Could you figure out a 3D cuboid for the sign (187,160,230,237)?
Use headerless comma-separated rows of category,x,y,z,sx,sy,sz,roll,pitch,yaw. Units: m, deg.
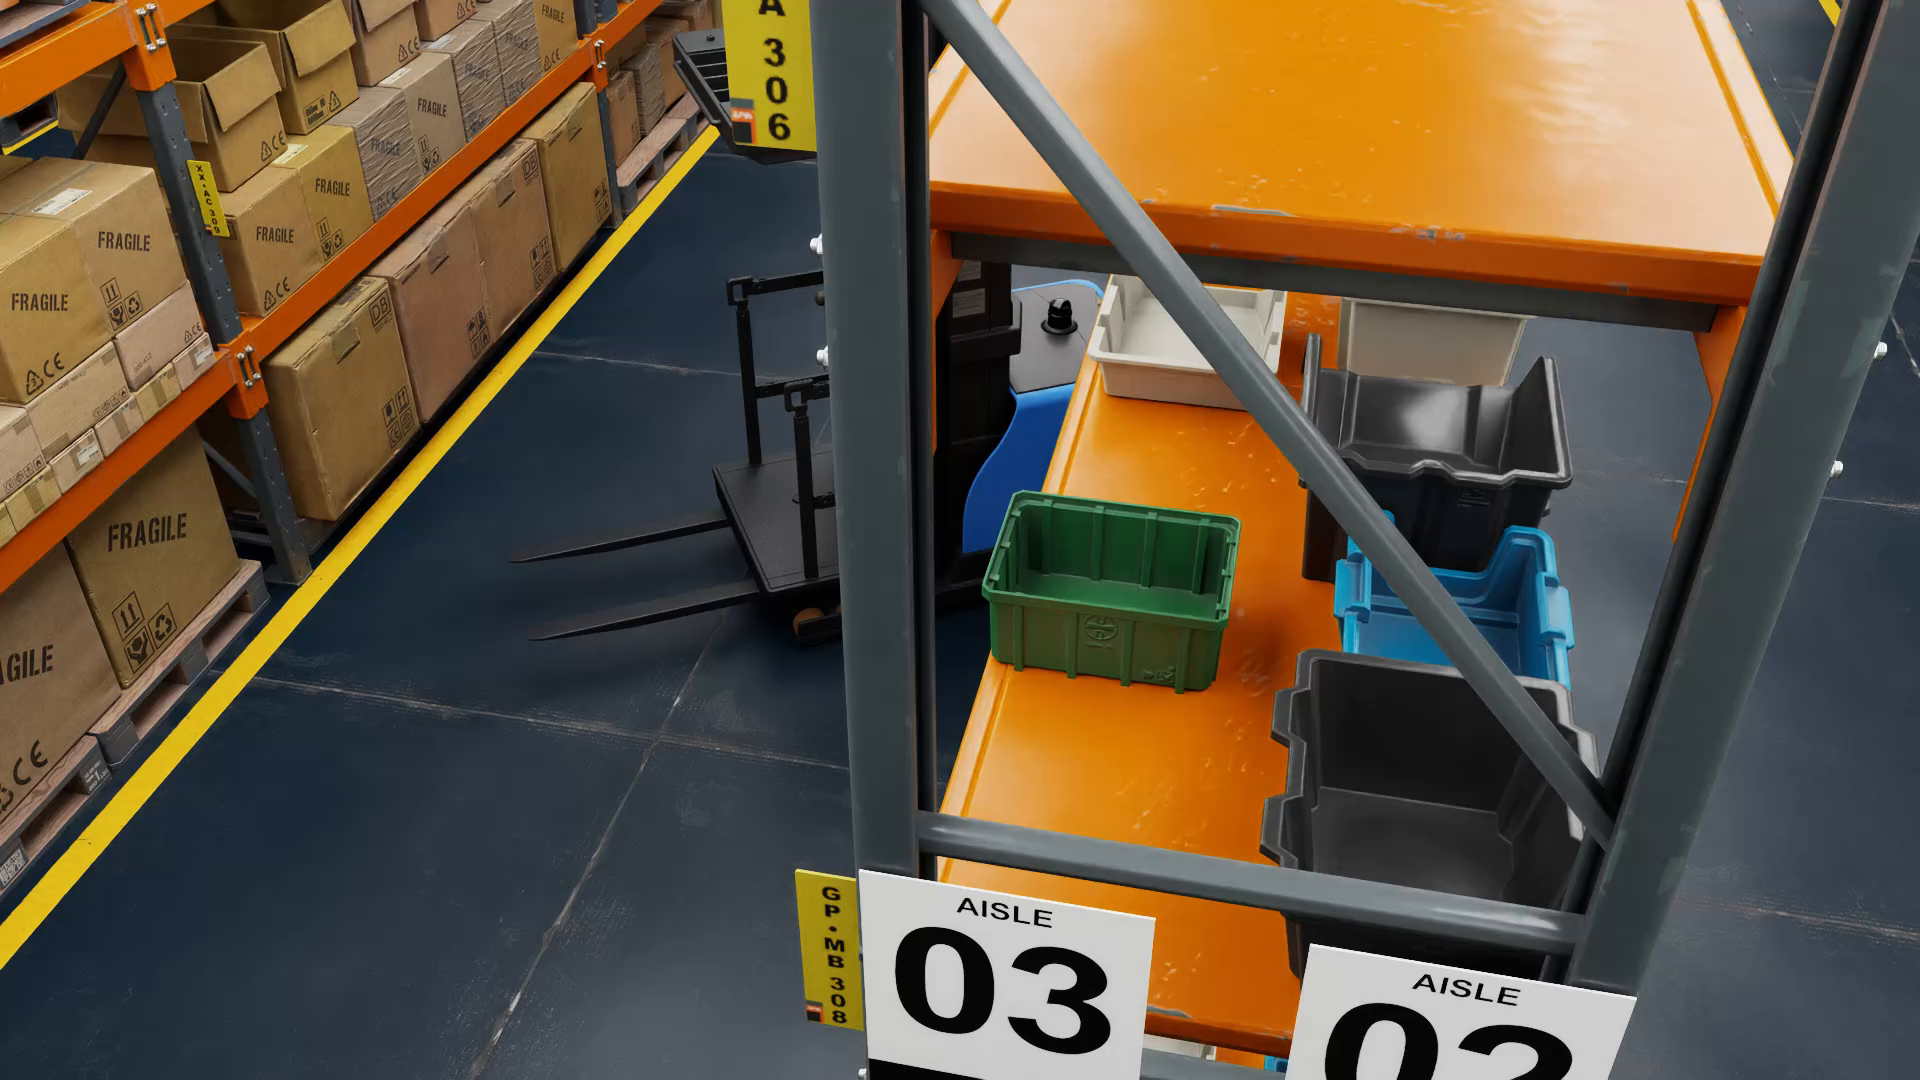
sign,-3.082,-1.399,6.819,0.100,0.325,0.005,7,37,10

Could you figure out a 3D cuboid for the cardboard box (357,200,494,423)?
cardboard box,-3.317,-1.276,8.908,1.225,0.875,0.875,6,36,8

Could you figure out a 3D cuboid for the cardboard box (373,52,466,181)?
cardboard box,-2.963,-2.230,8.685,0.500,0.500,0.500,8,37,11

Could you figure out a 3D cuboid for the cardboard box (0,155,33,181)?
cardboard box,-3.976,-1.206,6.593,0.500,0.500,0.500,7,37,10

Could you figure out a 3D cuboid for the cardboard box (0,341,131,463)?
cardboard box,-3.570,-0.561,6.343,0.500,0.250,0.500,8,37,11

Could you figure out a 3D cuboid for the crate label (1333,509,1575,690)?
crate label,0.873,0.187,3.007,0.408,0.251,0.502,7,37,10

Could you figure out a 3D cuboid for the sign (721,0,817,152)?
sign,-0.181,-0.529,1.586,0.100,0.325,0.005,7,37,10

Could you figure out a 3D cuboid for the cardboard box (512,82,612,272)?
cardboard box,-2.937,-2.295,10.313,1.225,0.875,0.875,6,36,8

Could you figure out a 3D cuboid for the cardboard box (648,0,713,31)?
cardboard box,-2.307,-3.896,12.825,0.700,0.500,0.500,4,36,6

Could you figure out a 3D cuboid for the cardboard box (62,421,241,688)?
cardboard box,-3.843,-0.026,7.183,0.875,0.875,0.875,7,37,10

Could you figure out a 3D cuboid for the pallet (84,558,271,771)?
pallet,-3.863,0.470,7.421,1.003,0.211,1.213,7,37,10

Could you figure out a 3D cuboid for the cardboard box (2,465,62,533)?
cardboard box,-3.589,-0.177,6.152,0.380,0.149,0.250,8,37,11

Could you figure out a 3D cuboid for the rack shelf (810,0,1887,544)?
rack shelf,0.787,-1.293,3.320,1.077,0.370,4.000,7,37,10

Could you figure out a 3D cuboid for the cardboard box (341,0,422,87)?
cardboard box,-3.220,-2.649,8.409,0.797,0.503,0.637,8,37,11

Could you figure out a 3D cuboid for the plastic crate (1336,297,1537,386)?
plastic crate,1.135,-0.569,4.024,0.437,0.282,0.530,7,37,10

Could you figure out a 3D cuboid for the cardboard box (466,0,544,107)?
cardboard box,-2.745,-2.819,9.499,0.500,0.500,0.500,7,37,10

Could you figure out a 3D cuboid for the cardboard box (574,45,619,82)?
cardboard box,-2.656,-3.235,11.274,0.500,0.250,0.500,9,37,12

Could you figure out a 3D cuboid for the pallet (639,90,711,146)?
pallet,-2.339,-3.394,12.753,1.003,0.211,1.213,7,37,10

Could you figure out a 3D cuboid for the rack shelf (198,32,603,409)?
rack shelf,-3.197,-1.940,8.984,1.077,0.370,4.000,7,37,10

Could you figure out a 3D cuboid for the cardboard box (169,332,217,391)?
cardboard box,-3.369,-0.767,6.967,0.380,0.149,0.250,8,37,10

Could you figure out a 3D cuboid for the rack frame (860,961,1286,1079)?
rack frame,0.360,1.829,3.170,1.000,3.000,0.127,7,37,10

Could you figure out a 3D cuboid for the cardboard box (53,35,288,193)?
cardboard box,-3.496,-1.899,7.374,0.797,0.503,0.637,6,36,9

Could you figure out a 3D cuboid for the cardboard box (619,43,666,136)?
cardboard box,-2.540,-3.250,11.934,0.700,0.500,0.500,4,36,6

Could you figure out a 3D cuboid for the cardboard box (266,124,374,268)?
cardboard box,-3.175,-1.646,7.880,0.500,0.500,0.500,7,37,10

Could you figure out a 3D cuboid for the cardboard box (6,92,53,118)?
cardboard box,-7.376,-3.655,12.296,1.050,0.750,0.750,7,36,9

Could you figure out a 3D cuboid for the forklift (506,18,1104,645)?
forklift,-0.585,-1.061,7.216,3.031,2.935,1.130,-12,38,-16

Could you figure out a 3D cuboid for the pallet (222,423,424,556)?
pallet,-3.533,-0.407,8.632,1.003,0.211,1.213,7,37,10

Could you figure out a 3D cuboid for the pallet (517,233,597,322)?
pallet,-3.012,-1.806,10.562,1.003,0.211,1.213,7,37,10

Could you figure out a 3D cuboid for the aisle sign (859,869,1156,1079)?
aisle sign,0.059,0.781,2.401,0.394,0.787,0.004,7,37,10

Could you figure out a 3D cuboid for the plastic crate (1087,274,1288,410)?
plastic crate,0.559,-0.494,4.045,0.437,0.136,0.530,7,37,10

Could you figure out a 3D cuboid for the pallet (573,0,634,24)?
pallet,-2.722,-3.722,10.993,1.213,0.211,1.003,7,37,10

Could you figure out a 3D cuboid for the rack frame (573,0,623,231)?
rack frame,-2.770,-3.378,10.355,1.000,3.000,0.127,7,37,10

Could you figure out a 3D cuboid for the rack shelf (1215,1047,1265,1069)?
rack shelf,0.787,0.974,4.963,1.077,0.370,4.000,7,37,10

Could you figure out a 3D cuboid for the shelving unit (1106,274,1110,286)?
shelving unit,0.938,-0.995,8.249,0.587,1.500,1.083,10,35,3

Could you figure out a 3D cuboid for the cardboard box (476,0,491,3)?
cardboard box,-2.942,-3.407,9.455,0.797,0.503,0.637,9,37,12

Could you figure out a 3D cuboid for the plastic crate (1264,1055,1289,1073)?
plastic crate,0.875,1.395,3.861,0.416,0.233,0.300,7,37,10

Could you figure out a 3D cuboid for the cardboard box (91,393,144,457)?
cardboard box,-3.479,-0.472,6.560,0.380,0.149,0.250,7,36,9

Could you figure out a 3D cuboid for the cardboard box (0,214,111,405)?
cardboard box,-3.572,-0.864,6.122,0.500,0.500,0.500,8,37,10

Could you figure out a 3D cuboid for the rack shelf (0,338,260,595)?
rack shelf,-4.051,0.353,5.820,1.077,0.370,4.000,7,37,10
